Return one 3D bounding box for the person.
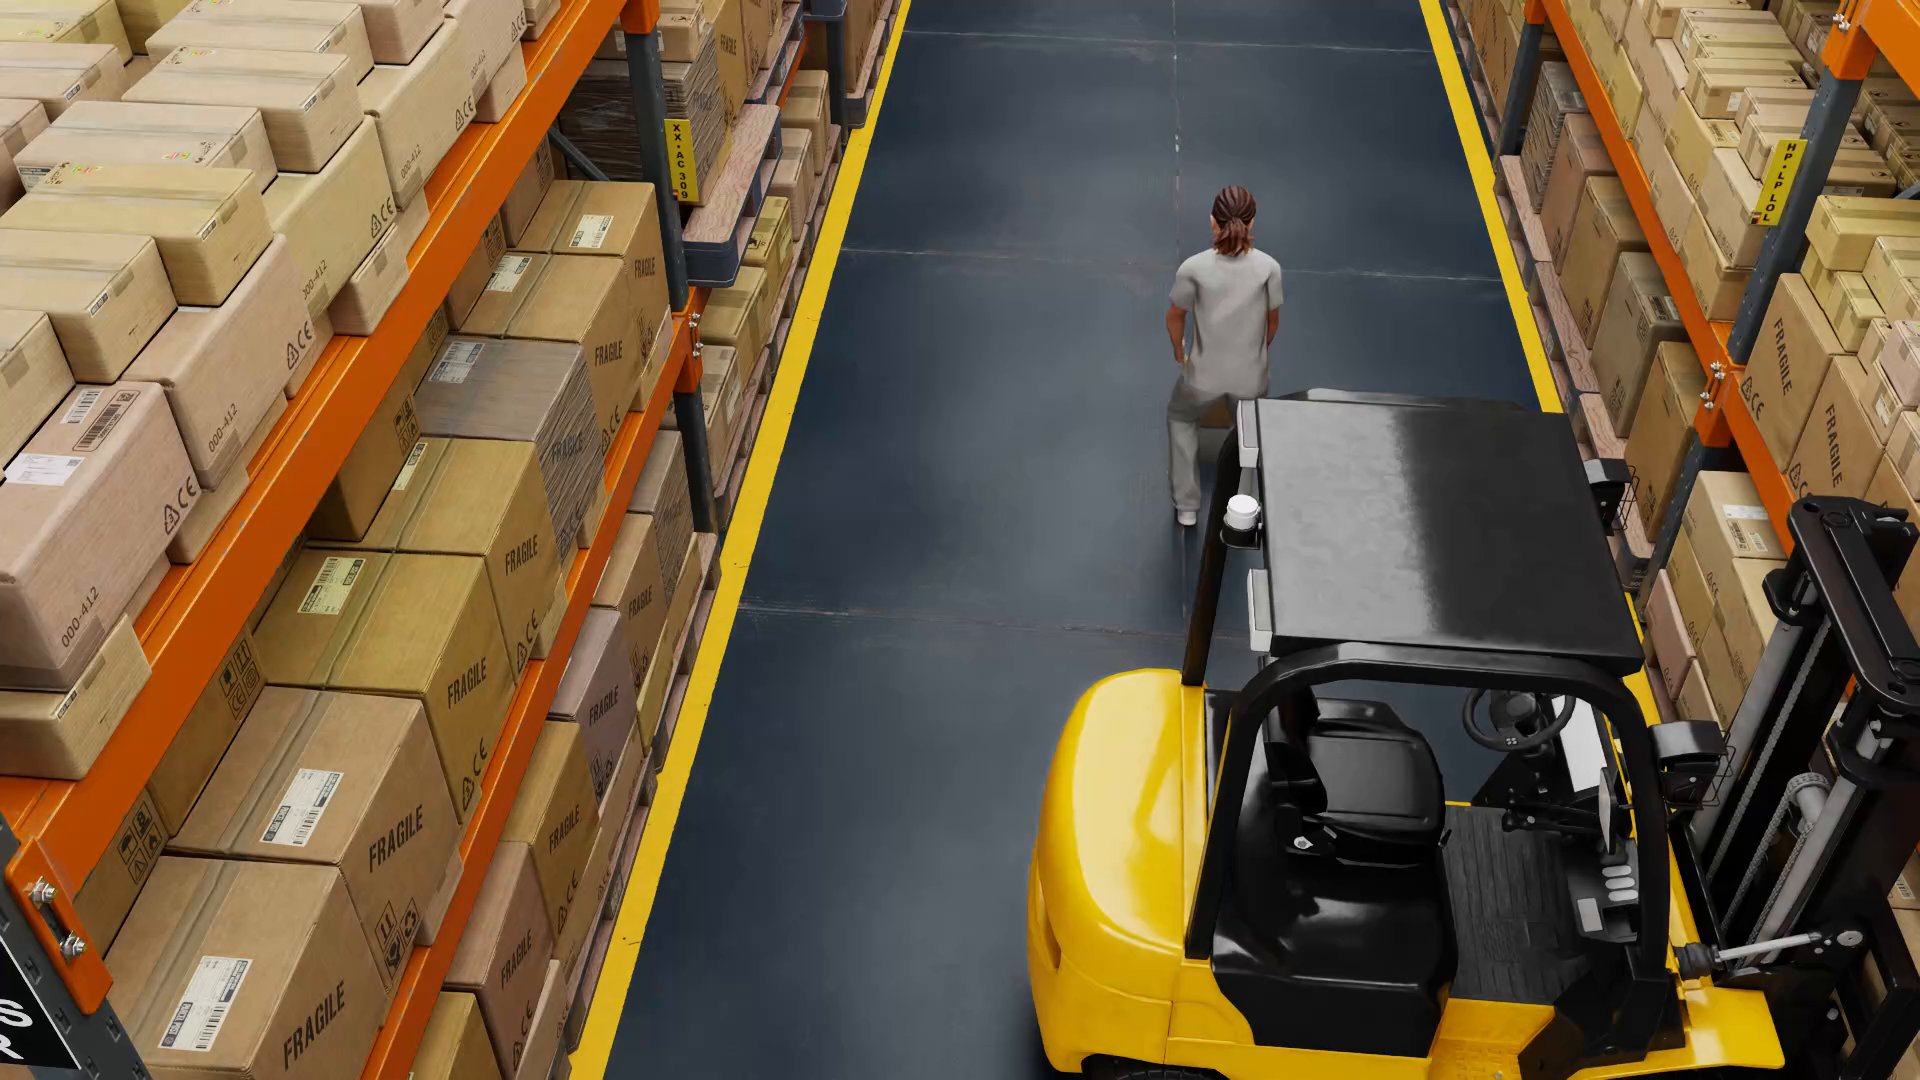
[{"bbox_3d":[1.108,-0.751,7.146,0.478,1.556,0.489,4,40,5],"label":"person"}]
